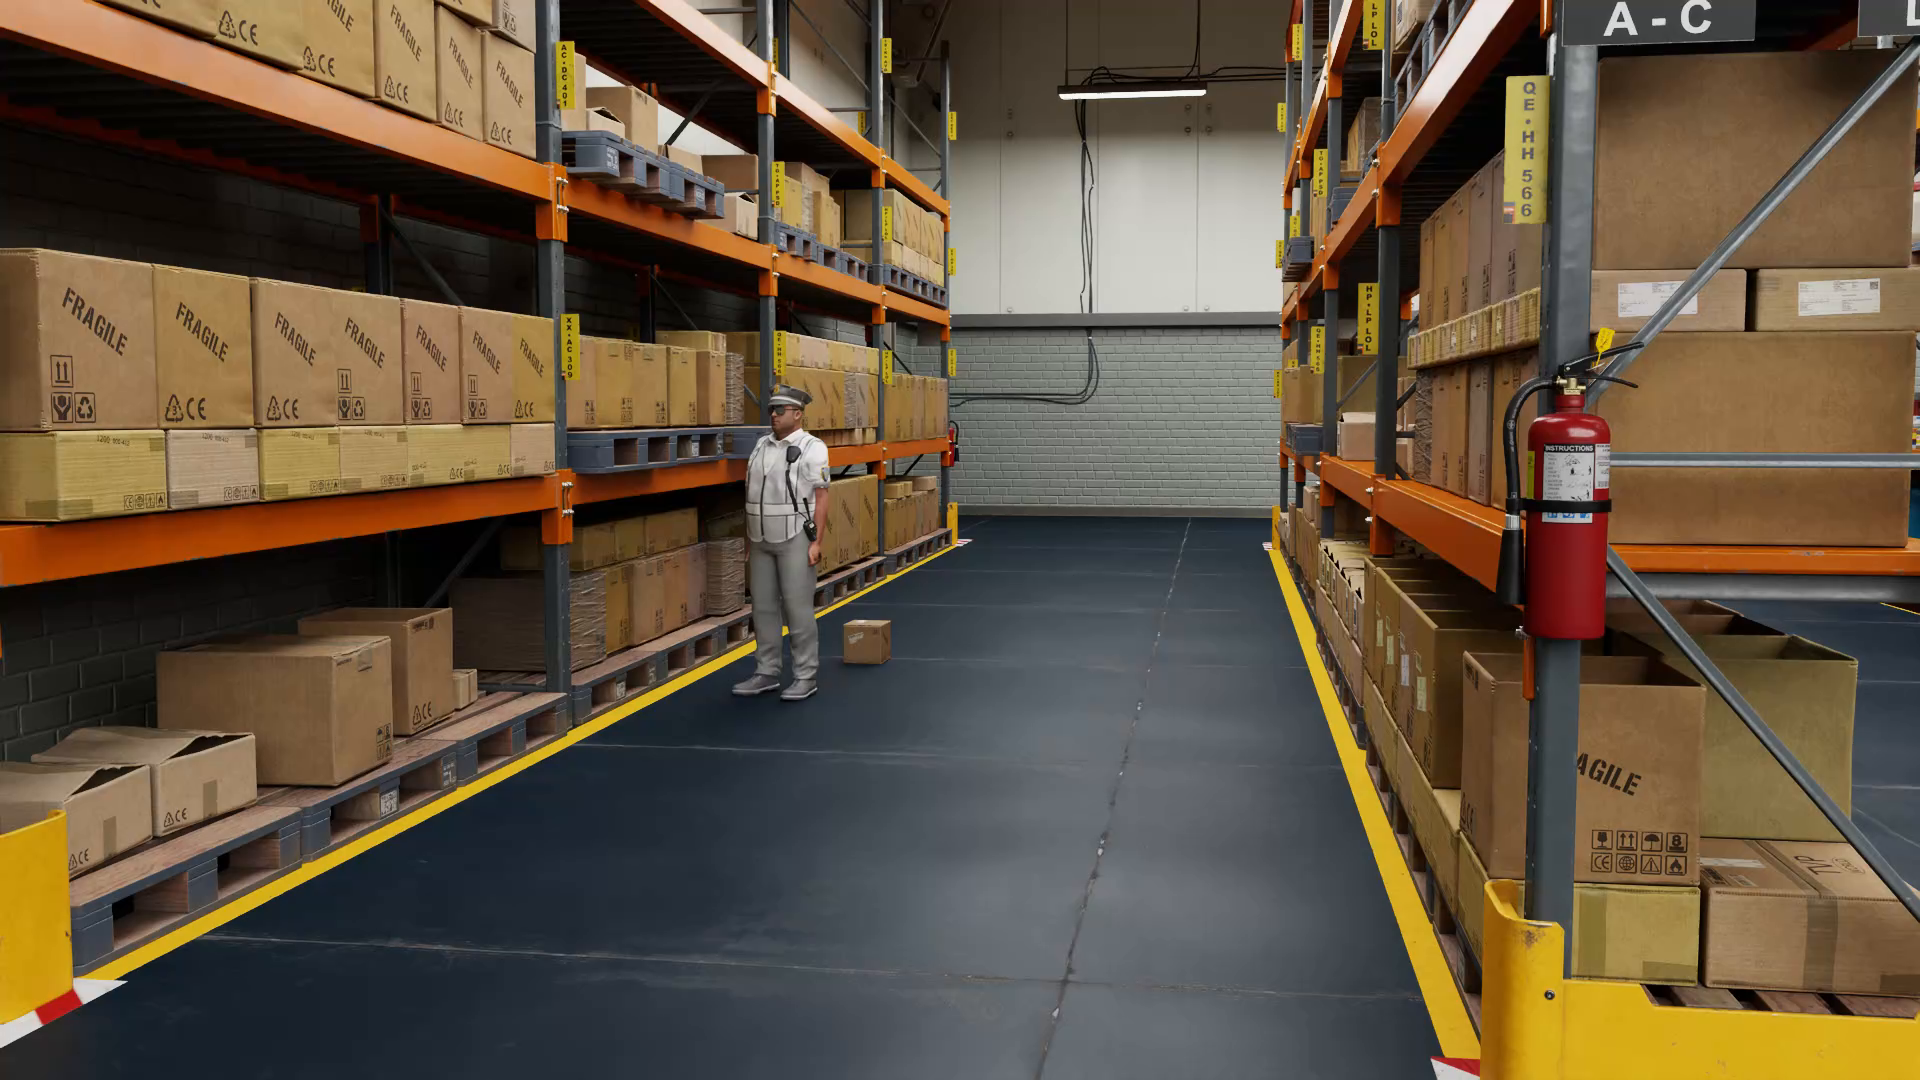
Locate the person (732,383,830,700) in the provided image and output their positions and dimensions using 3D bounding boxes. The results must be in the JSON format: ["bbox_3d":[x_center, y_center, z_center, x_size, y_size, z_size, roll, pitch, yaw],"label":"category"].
[{"bbox_3d":[-1.005,0.003,9.450,0.518,1.771,0.405,3,5,30],"label":"person"}]
